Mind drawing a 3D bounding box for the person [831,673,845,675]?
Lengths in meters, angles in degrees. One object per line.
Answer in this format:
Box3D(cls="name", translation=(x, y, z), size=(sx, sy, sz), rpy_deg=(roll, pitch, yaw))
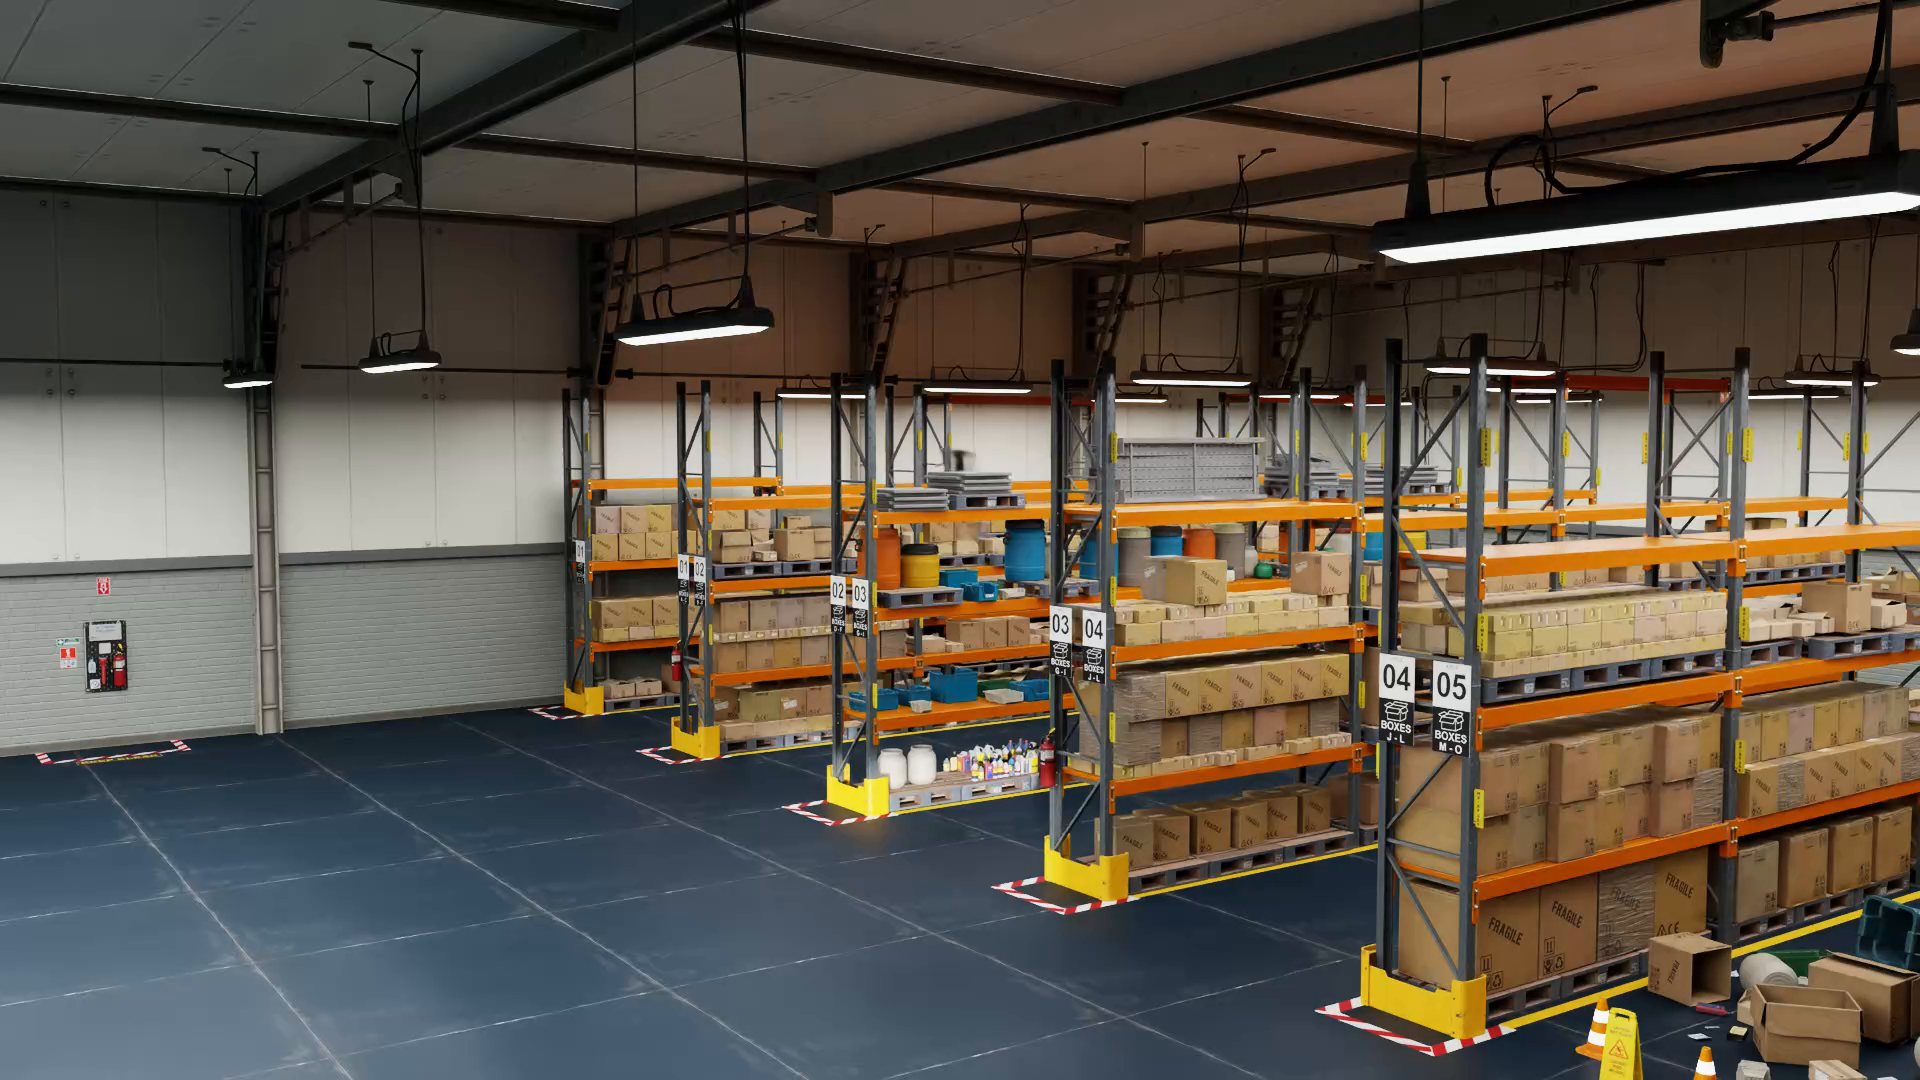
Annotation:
Box3D(cls="person", translation=(-2.247, 2.402, 30.401), size=(0.500, 1.695, 0.772), rpy_deg=(4, 5, 44))
